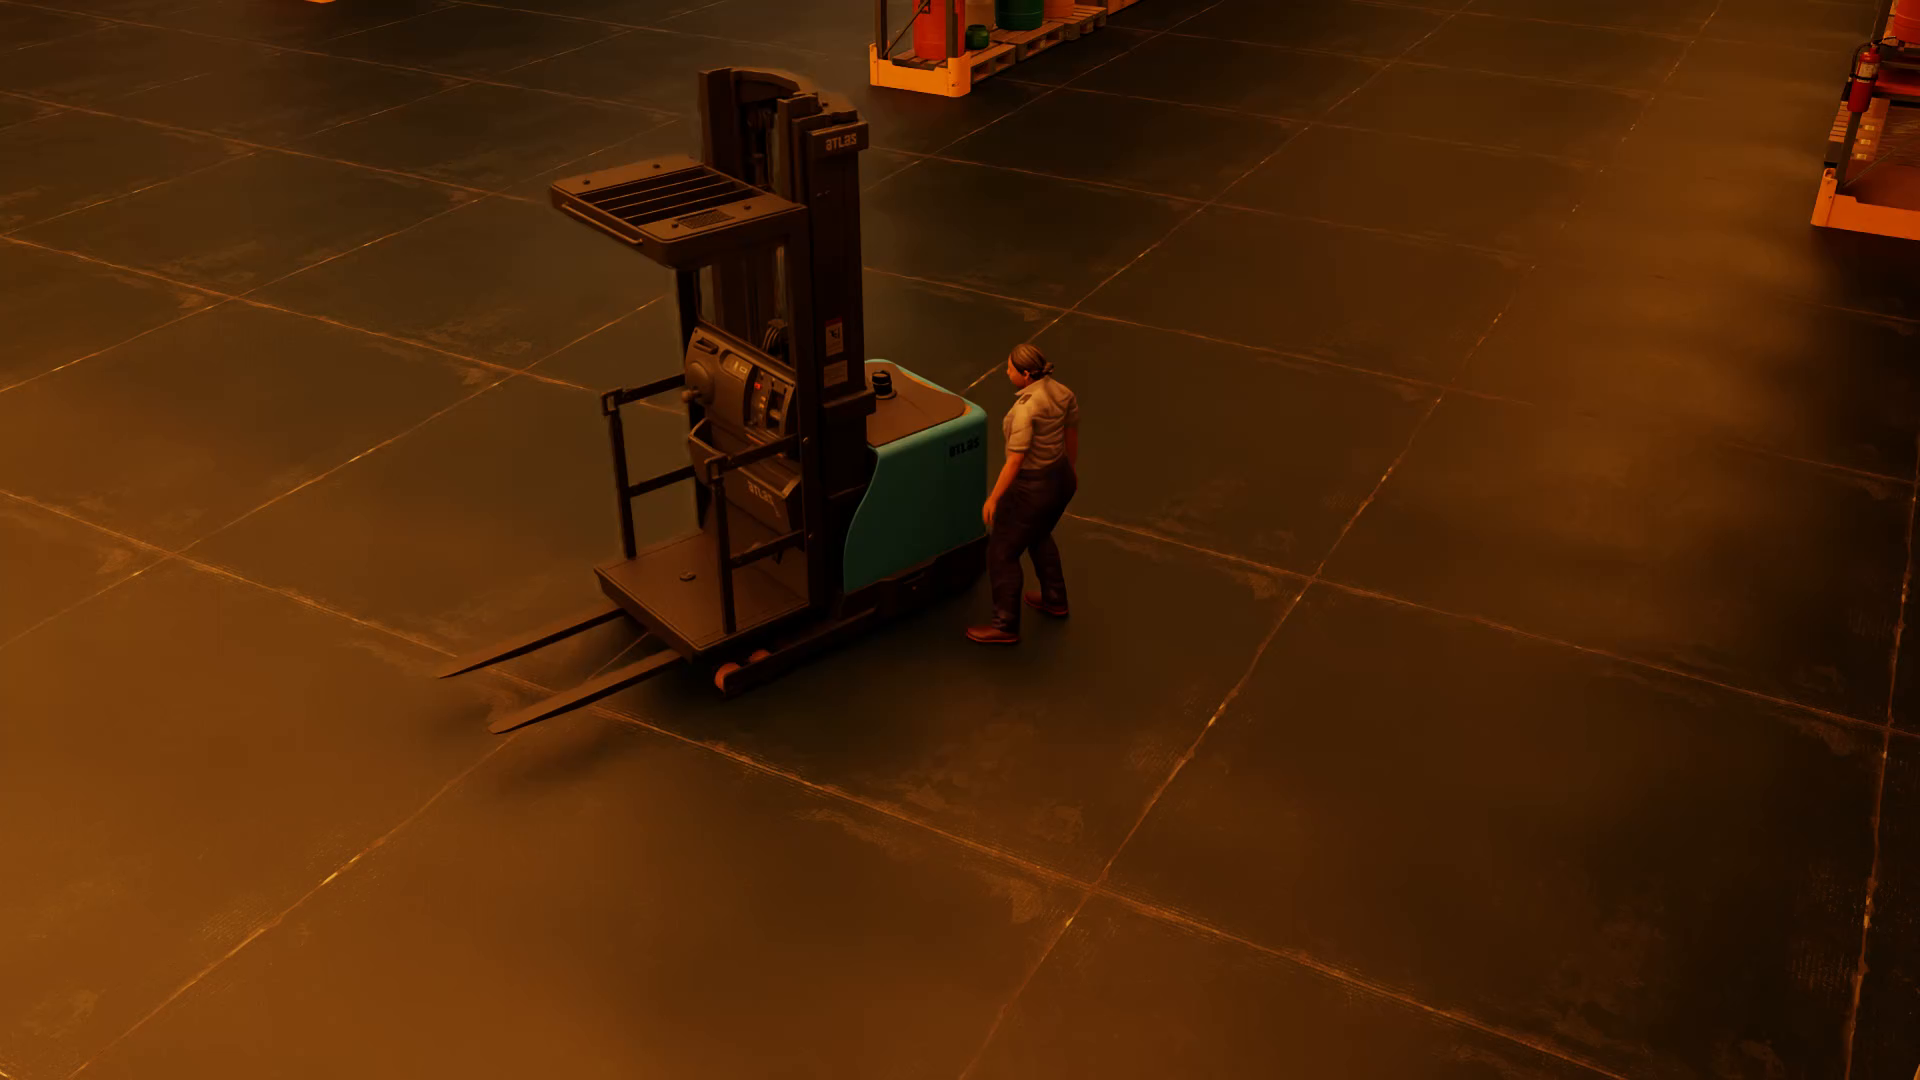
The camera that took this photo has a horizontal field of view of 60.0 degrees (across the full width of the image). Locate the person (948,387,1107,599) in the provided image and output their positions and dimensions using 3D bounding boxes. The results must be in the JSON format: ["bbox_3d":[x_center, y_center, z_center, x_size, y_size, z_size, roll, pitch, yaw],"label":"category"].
[{"bbox_3d":[0.269,-0.122,8.938,0.888,1.366,1.138,-1,30,-2],"label":"person"}]

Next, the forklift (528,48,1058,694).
[{"bbox_3d":[-0.886,-0.932,8.685,3.031,2.935,1.130,-23,37,-34],"label":"forklift"}]
